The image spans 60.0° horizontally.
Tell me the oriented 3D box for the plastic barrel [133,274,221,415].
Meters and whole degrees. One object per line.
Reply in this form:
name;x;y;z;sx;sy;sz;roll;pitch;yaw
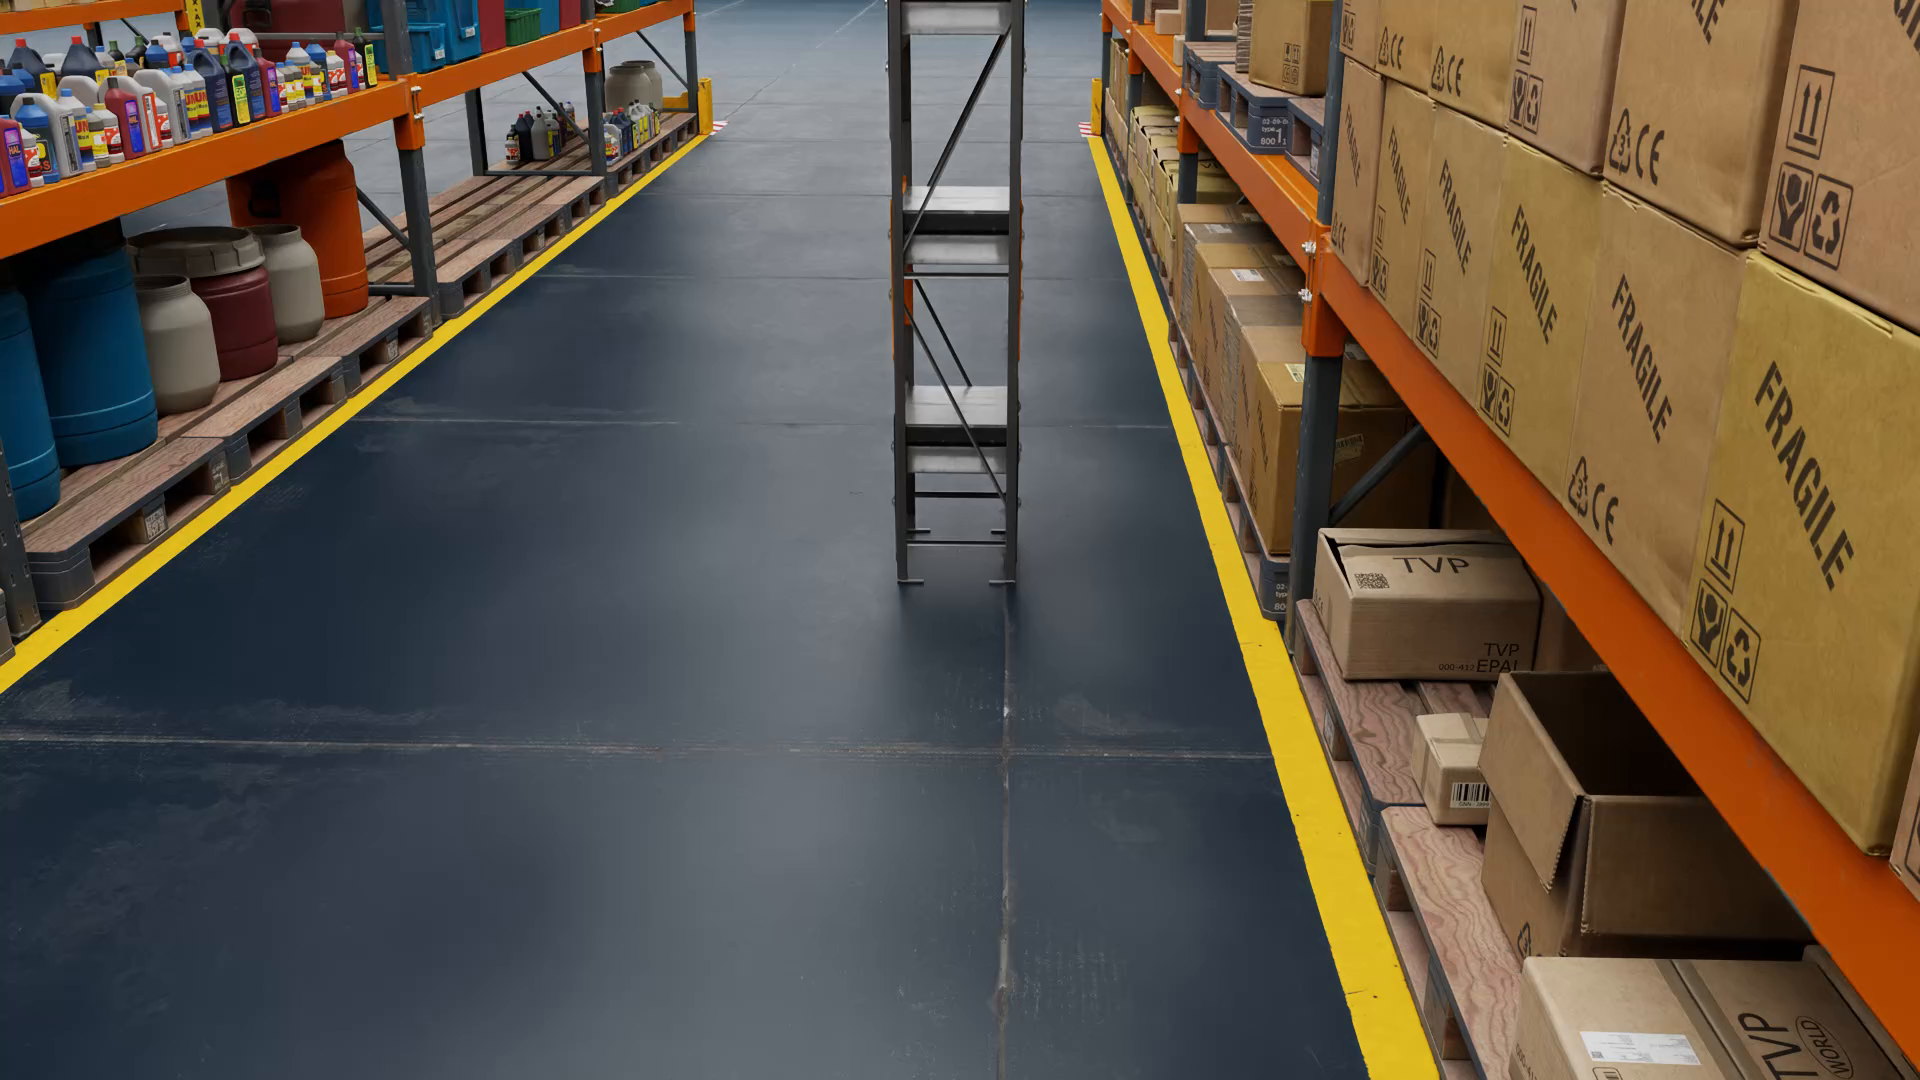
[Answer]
plastic barrel;-3.278;-0.801;6.805;0.421;0.512;0.421;0;21;0

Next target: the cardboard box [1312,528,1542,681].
cardboard box;1.282;0.144;4.619;0.500;0.311;0.500;1;21;2

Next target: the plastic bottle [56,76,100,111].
plastic bottle;-3.169;-1.551;6.051;0.152;0.276;0.135;1;21;2

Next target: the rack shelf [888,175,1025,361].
rack shelf;-0.005;-0.906;5.500;0.431;0.518;0.480;1;21;2

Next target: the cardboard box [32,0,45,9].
cardboard box;-7.827;-4.466;13.739;0.380;0.149;0.250;1;21;2

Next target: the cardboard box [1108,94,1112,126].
cardboard box;1.626;-3.934;15.242;0.500;0.250;0.500;1;21;2

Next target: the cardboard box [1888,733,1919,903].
cardboard box;1.131;0.181;1.277;0.500;0.500;0.500;1;21;3

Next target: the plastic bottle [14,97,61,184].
plastic bottle;-3.010;-1.303;5.417;0.097;0.271;0.097;0;21;0

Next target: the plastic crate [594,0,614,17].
plastic crate;-3.054;-4.161;12.692;0.767;0.338;0.504;1;21;2

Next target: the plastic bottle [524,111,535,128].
plastic bottle;-3.459;-3.277;13.383;0.144;0.351;0.185;0;21;-1

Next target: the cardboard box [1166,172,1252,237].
cardboard box;1.402;-1.867;9.140;0.500;0.311;0.500;1;21;3

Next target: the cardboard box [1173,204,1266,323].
cardboard box;1.333;-1.378;8.281;0.500;0.500;0.500;2;21;4

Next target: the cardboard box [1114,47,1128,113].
cardboard box;1.589;-3.922;14.174;0.500;0.500;0.500;1;21;2

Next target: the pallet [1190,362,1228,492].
pallet;1.532;-0.490;7.001;1.003;0.211;1.213;1;21;2

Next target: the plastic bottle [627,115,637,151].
plastic bottle;-2.705;-3.355;13.677;0.061;0.283;0.133;2;21;4

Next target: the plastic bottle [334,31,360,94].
plastic bottle;-2.911;-2.267;7.886;0.061;0.283;0.133;1;21;2

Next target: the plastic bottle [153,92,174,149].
plastic bottle;-2.986;-1.556;6.168;0.097;0.201;0.097;0;21;0

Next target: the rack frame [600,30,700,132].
rack frame;-3.075;-5.448;15.924;1.000;3.000;0.127;1;21;2

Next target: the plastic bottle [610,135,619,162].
plastic bottle;-2.743;-3.086;13.097;0.097;0.201;0.097;0;21;0

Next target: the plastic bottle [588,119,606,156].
plastic bottle;-2.901;-3.261;13.340;0.144;0.351;0.185;1;21;2

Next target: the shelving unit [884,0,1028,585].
shelving unit;-0.005;-0.919;5.495;0.431;2.100;0.503;1;21;2

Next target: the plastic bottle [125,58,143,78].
plastic bottle;-3.704;-2.053;7.448;0.097;0.201;0.097;0;21;0

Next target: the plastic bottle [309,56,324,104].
plastic bottle;-2.942;-2.081;7.521;0.097;0.201;0.097;0;21;0

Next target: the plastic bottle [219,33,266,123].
plastic bottle;-2.985;-1.911;6.876;0.144;0.351;0.185;1;21;2

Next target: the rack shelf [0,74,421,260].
rack shelf;-3.379;-1.497;6.735;1.077;0.370;4.000;1;21;2

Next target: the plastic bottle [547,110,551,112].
plastic bottle;-3.461;-3.496;14.055;0.097;0.271;0.097;0;21;0

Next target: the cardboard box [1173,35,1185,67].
cardboard box;1.384;-2.711;9.216;0.380;0.149;0.250;1;21;2

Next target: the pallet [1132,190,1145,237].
pallet;1.771;-2.379;11.869;1.003;0.211;1.213;1;21;2

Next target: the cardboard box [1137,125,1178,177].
cardboard box;1.458;-2.607;11.045;0.500;0.311;0.500;0;21;0

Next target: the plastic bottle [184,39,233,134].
plastic bottle;-2.995;-1.796;6.580;0.144;0.351;0.185;1;21;2

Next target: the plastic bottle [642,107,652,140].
plastic bottle;-2.732;-3.574;14.249;0.152;0.276;0.135;0;21;0

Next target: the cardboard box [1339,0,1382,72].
cardboard box;1.215;-1.399;3.967;0.500;0.500;0.500;1;21;3

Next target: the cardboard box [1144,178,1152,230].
cardboard box;1.448;-2.161;10.672;0.500;0.250;0.500;1;21;3

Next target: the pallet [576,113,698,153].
pallet;-3.060;-3.826;15.599;1.003;0.211;1.213;1;21;2

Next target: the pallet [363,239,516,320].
pallet;-3.256;-1.535;9.694;1.003;0.211;1.213;1;21;2

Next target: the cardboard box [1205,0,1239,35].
cardboard box;1.667;-3.153;9.871;0.500;0.500;0.500;0;21;-1

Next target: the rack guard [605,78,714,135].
rack guard;-3.030;-4.255;16.304;1.175;0.500;0.348;1;21;2

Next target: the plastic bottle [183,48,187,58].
plastic bottle;-3.688;-2.233;7.913;0.097;0.201;0.097;0;21;0

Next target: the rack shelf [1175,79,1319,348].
rack shelf;1.572;-1.441;6.591;1.077;0.370;4.000;1;21;2

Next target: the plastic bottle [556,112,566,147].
plastic bottle;-3.334;-3.421;13.845;0.061;0.283;0.133;1;21;2

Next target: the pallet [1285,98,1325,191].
pallet;1.644;-1.252;5.374;1.003;0.211;1.213;1;21;2

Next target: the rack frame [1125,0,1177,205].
rack frame;1.754;-3.946;12.052;1.000;3.000;0.127;1;21;2

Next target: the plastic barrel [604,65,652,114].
plastic barrel;-3.034;-4.064;15.215;0.421;0.512;0.421;0;21;0

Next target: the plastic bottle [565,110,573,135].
plastic bottle;-3.445;-3.659;14.573;0.097;0.201;0.097;0;21;0

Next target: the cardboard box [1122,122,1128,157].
cardboard box;1.575;-3.211;13.378;0.500;0.250;0.500;1;21;2

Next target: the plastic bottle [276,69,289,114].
plastic bottle;-2.954;-1.941;7.159;0.097;0.201;0.097;0;21;0

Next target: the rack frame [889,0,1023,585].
rack frame;-0.012;-0.831;5.267;0.400;2.100;0.015;1;21;2

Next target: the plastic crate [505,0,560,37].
plastic crate;-2.919;-3.592;11.162;0.392;0.384;0.575;1;21;2

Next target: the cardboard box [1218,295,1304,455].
cardboard box;1.279;-0.635;6.366;0.500;0.500;0.500;1;21;2

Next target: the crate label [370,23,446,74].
crate label;-2.931;-2.626;8.881;0.303;0.233;0.416;1;21;2

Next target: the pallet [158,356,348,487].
pallet;-3.341;-0.530;7.103;1.003;0.211;1.213;1;21;2

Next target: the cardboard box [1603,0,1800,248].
cardboard box;1.154;-0.654;2.048;0.500;0.500;0.500;1;21;3

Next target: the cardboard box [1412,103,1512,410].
cardboard box;1.193;-0.553;3.169;0.500;0.500;0.500;1;21;1

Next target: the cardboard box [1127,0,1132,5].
cardboard box;1.817;-4.901;14.375;0.700;0.500;0.500;1;21;2

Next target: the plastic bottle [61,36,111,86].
plastic bottle;-3.549;-1.868;6.764;0.144;0.351;0.185;1;21;2

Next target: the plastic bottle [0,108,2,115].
plastic bottle;-3.714;-1.645;6.292;0.152;0.276;0.135;1;21;2

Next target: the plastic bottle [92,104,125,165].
plastic bottle;-2.997;-1.424;5.827;0.097;0.201;0.097;0;21;0
